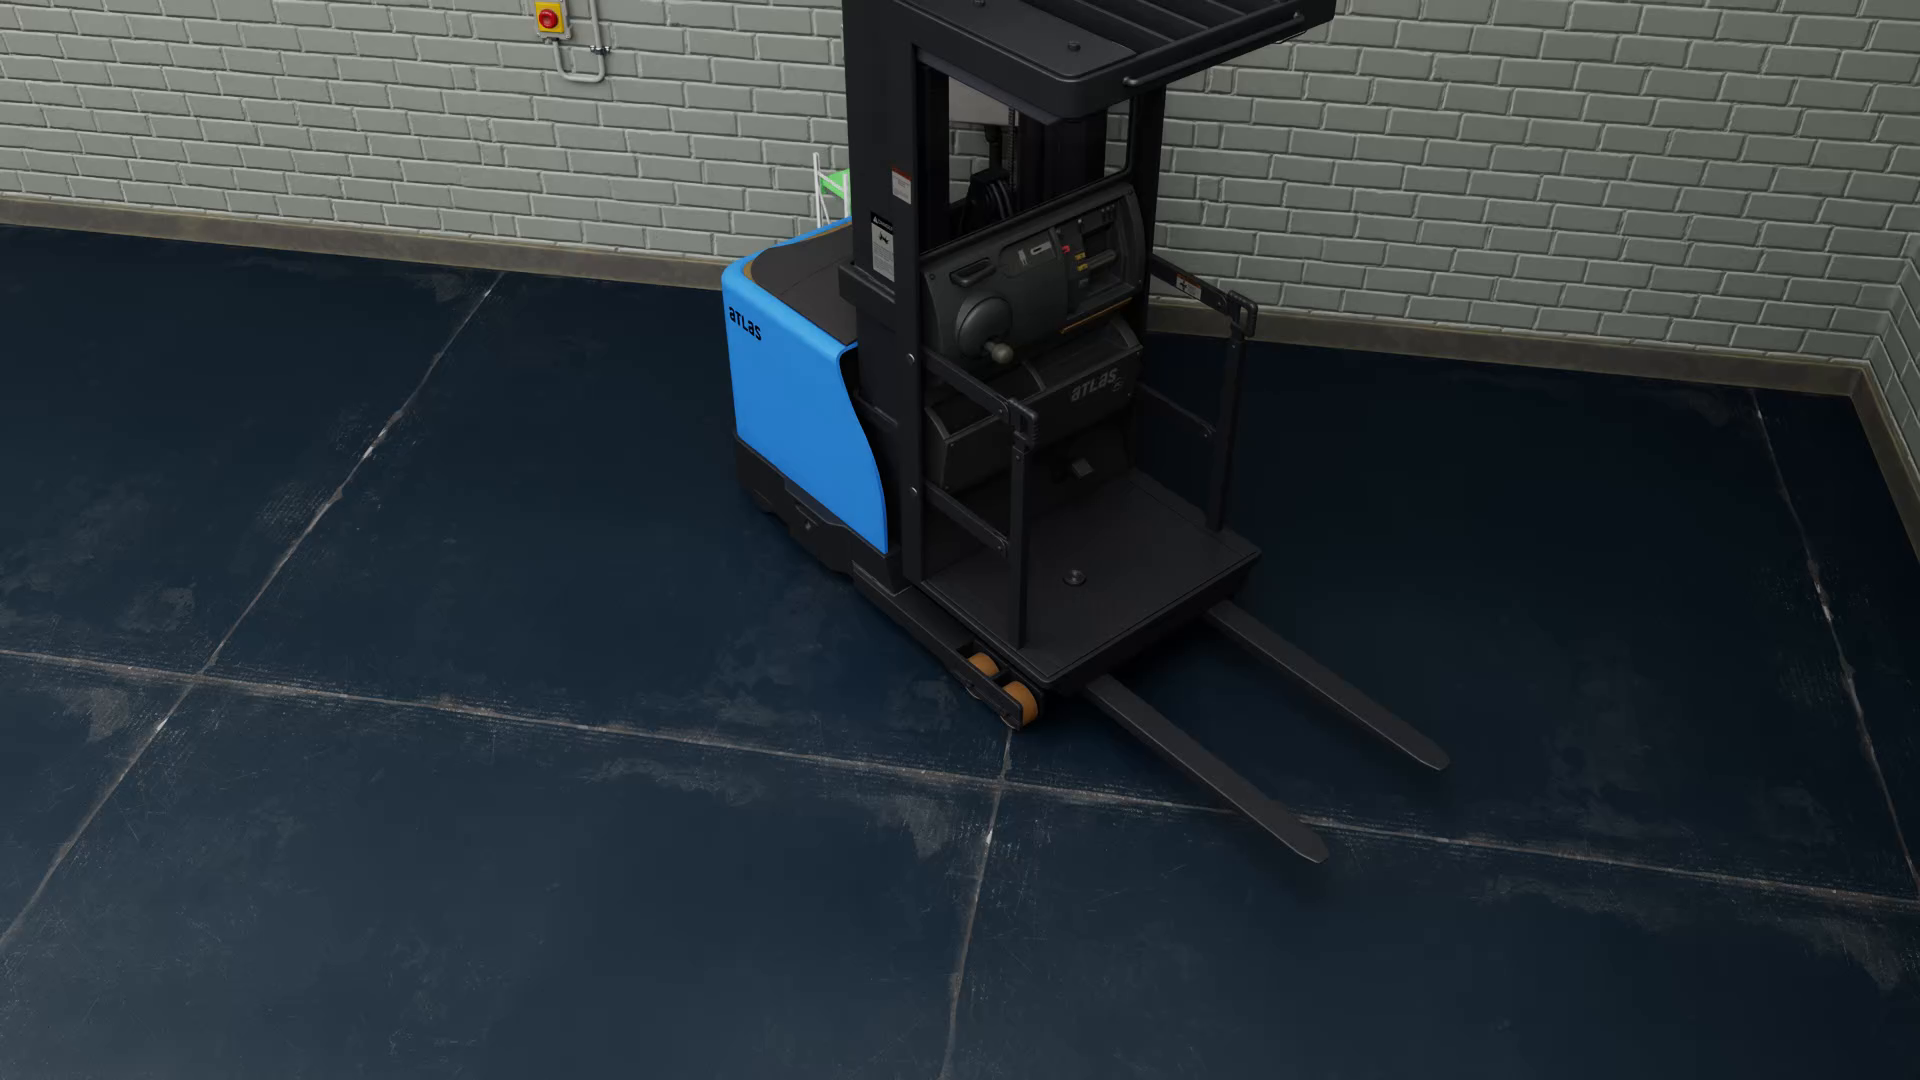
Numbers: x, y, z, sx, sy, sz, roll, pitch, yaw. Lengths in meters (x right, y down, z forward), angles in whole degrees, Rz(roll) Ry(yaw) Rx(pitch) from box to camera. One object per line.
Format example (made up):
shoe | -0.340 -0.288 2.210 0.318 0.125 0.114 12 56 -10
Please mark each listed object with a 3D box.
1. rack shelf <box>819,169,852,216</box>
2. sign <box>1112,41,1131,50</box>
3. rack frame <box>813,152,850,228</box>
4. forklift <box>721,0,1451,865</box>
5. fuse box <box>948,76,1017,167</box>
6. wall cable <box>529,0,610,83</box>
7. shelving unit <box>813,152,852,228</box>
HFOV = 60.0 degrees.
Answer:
rack shelf | -0.325 -1.468 6.931 0.480 0.148 0.258 -25 46 -27
sign | 0.681 -2.164 7.088 0.329 0.494 0.001 6 40 8
rack frame | -0.520 -1.054 7.083 0.015 1.200 0.240 -25 46 -27
forklift | 0.403 -0.823 5.446 1.130 2.935 3.031 -28 47 -30
fuse box | 0.159 -1.629 7.377 0.539 1.711 0.414 6 40 8
wall cable | -1.885 -2.852 7.024 0.585 1.953 0.123 6 40 8
shelving unit | -0.325 -1.147 7.196 0.503 1.200 0.258 -25 46 -27
